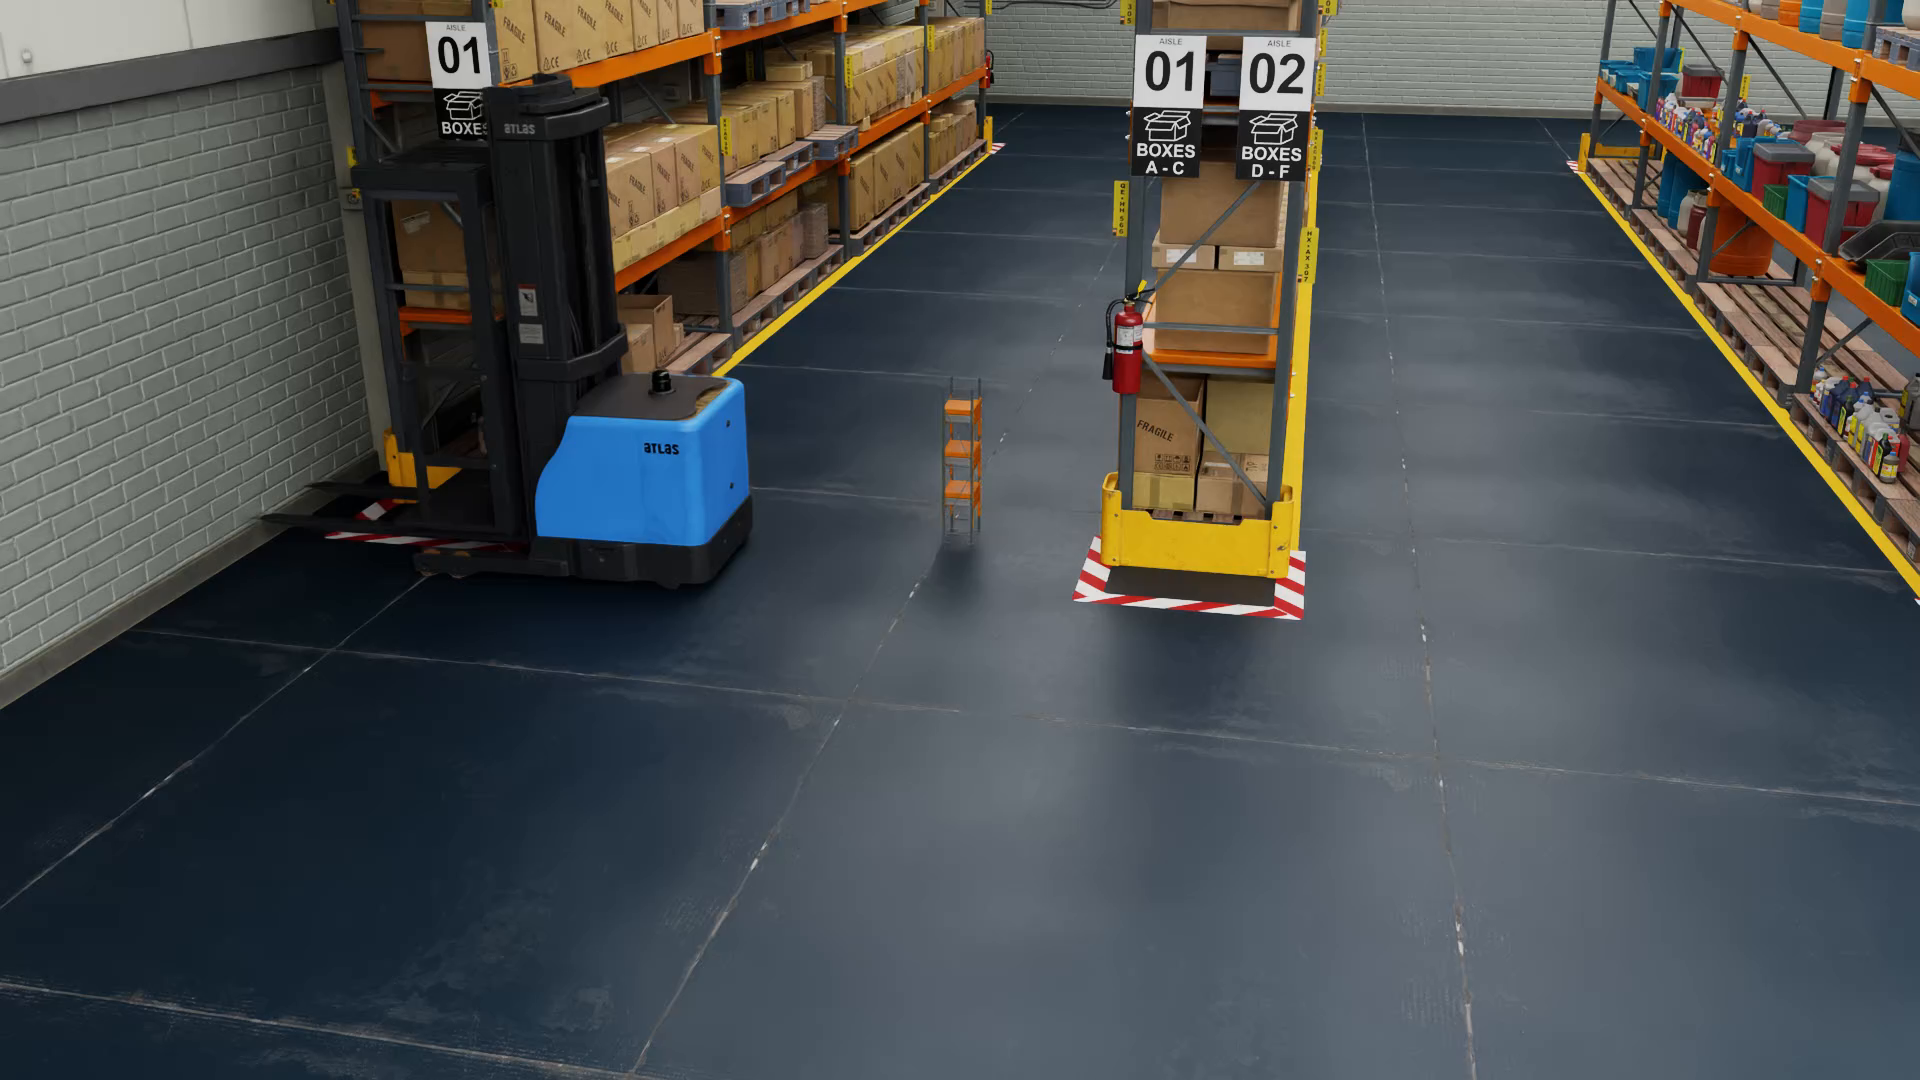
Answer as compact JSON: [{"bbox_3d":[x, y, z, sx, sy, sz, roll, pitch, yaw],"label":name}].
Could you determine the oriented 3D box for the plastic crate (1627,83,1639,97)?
[{"bbox_3d":[8.845,-5.840,21.611,0.293,0.136,0.466,4,22,11],"label":"plastic crate"}]

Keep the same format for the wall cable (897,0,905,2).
[{"bbox_3d":[-0.763,-8.504,26.594,0.084,1.984,1.851,4,22,11],"label":"wall cable"}]

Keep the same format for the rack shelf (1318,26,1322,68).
[{"bbox_3d":[2.712,-4.517,15.001,1.077,0.370,4.000,4,22,11],"label":"rack shelf"}]

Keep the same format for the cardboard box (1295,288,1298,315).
[{"bbox_3d":[2.632,-2.039,14.269,0.500,0.311,0.500,5,22,11],"label":"cardboard box"}]

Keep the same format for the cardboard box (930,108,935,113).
[{"bbox_3d":[-0.570,-6.162,24.055,0.380,0.149,0.250,5,22,11],"label":"cardboard box"}]

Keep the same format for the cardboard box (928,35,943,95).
[{"bbox_3d":[-0.788,-6.366,22.243,0.980,0.700,0.700,5,22,12],"label":"cardboard box"}]

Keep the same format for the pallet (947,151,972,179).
[{"bbox_3d":[-0.436,-5.456,24.118,1.003,0.211,1.213,4,22,11],"label":"pallet"}]

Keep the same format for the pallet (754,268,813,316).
[{"bbox_3d":[-2.143,-2.543,16.885,1.003,0.211,1.213,4,22,11],"label":"pallet"}]

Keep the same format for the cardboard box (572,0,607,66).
[{"bbox_3d":[-2.803,-3.575,11.540,0.500,0.500,0.500,6,23,13],"label":"cardboard box"}]

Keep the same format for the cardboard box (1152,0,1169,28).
[{"bbox_3d":[1.464,-3.287,10.437,0.500,0.250,0.500,4,22,11],"label":"cardboard box"}]

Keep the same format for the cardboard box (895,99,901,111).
[{"bbox_3d":[-0.943,-5.406,20.572,0.380,0.149,0.250,4,22,11],"label":"cardboard box"}]

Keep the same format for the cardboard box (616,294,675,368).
[{"bbox_3d":[-2.719,-1.766,13.980,0.500,0.500,0.500,3,22,7],"label":"cardboard box"}]

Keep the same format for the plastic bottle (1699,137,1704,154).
[{"bbox_3d":[7.781,-4.132,17.364,0.097,0.201,0.097,0,22,0],"label":"plastic bottle"}]

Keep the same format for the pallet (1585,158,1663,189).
[{"bbox_3d":[9.394,-5.145,23.346,1.003,0.211,1.213,4,22,11],"label":"pallet"}]

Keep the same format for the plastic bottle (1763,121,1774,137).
[{"bbox_3d":[8.659,-4.348,17.807,0.097,0.271,0.097,0,22,0],"label":"plastic bottle"}]

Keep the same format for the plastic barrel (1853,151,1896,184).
[{"bbox_3d":[7.711,-3.013,14.138,0.433,0.535,0.433,0,22,0],"label":"plastic barrel"}]

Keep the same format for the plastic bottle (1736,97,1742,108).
[{"bbox_3d":[8.917,-4.890,19.047,0.144,0.351,0.185,4,22,11],"label":"plastic bottle"}]

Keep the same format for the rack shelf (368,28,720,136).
[{"bbox_3d":[-2.955,-3.430,12.303,1.077,0.370,4.000,4,22,11],"label":"rack shelf"}]

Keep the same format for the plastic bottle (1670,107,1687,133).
[{"bbox_3d":[8.128,-4.738,18.769,0.152,0.276,0.135,4,22,11],"label":"plastic bottle"}]

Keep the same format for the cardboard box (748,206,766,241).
[{"bbox_3d":[-2.224,-3.119,16.335,0.500,0.250,0.500,4,22,9],"label":"cardboard box"}]

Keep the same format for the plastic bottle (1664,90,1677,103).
[{"bbox_3d":[8.387,-5.133,19.649,0.144,0.351,0.185,4,22,11],"label":"plastic bottle"}]

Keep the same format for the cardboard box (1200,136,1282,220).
[{"bbox_3d":[1.708,-2.295,10.666,0.700,0.500,0.500,4,22,10],"label":"cardboard box"}]

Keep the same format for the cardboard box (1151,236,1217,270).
[{"bbox_3d":[1.379,-1.766,10.222,0.380,0.149,0.250,4,22,10],"label":"cardboard box"}]

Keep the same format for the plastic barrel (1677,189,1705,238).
[{"bbox_3d":[8.309,-3.659,18.691,0.421,0.512,0.421,0,22,0],"label":"plastic barrel"}]

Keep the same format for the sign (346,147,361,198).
[{"bbox_3d":[-3.902,-2.374,10.761,0.100,0.325,0.005,4,22,11],"label":"sign"}]

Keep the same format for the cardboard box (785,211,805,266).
[{"bbox_3d":[-2.045,-3.164,17.453,0.700,0.500,0.500,4,22,11],"label":"cardboard box"}]

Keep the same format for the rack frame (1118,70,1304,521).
[{"bbox_3d":[1.487,-1.265,9.979,1.000,3.000,0.127,4,22,11],"label":"rack frame"}]

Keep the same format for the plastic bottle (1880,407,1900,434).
[{"bbox_3d":[6.606,-0.799,11.879,0.152,0.276,0.135,4,22,11],"label":"plastic bottle"}]

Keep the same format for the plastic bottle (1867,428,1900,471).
[{"bbox_3d":[6.359,-0.622,11.439,0.152,0.276,0.135,5,22,11],"label":"plastic bottle"}]

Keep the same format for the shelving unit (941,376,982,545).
[{"bbox_3d":[0.011,-0.507,10.706,0.215,1.050,0.252,4,22,11],"label":"shelving unit"}]

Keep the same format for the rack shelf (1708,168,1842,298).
[{"bbox_3d":[7.560,-2.746,14.620,1.077,0.370,4.000,4,22,11],"label":"rack shelf"}]

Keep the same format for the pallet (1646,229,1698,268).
[{"bbox_3d":[8.339,-3.254,18.652,1.003,0.211,1.213,4,22,11],"label":"pallet"}]

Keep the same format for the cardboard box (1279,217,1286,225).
[{"bbox_3d":[1.935,-2.019,10.850,0.380,0.149,0.250,4,22,10],"label":"cardboard box"}]

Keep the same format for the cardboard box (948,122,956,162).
[{"bbox_3d":[-0.449,-5.702,23.779,0.700,0.500,0.500,5,22,12],"label":"cardboard box"}]

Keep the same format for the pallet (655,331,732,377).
[{"bbox_3d":[-2.649,-1.562,14.450,1.003,0.211,1.213,4,22,11],"label":"pallet"}]

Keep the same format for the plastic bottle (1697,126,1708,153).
[{"bbox_3d":[7.801,-4.200,17.439,0.097,0.271,0.097,0,22,0],"label":"plastic bottle"}]

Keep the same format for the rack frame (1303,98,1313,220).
[{"bbox_3d":[3.120,-4.190,17.243,1.000,3.000,0.127,4,22,11],"label":"rack frame"}]

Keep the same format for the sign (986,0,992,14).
[{"bbox_3d":[0.430,-8.093,25.066,0.100,0.325,0.005,4,22,11],"label":"sign"}]

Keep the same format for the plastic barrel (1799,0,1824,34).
[{"bbox_3d":[7.310,-4.653,13.707,0.600,0.901,0.708,4,22,11],"label":"plastic barrel"}]

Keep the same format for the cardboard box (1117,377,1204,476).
[{"bbox_3d":[1.305,-0.751,10.817,0.500,0.500,0.500,4,22,11],"label":"cardboard box"}]

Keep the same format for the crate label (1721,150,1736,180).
[{"bbox_3d":[7.515,-3.608,16.022,0.303,0.233,0.416,4,22,11],"label":"crate label"}]

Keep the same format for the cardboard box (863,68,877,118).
[{"bbox_3d":[-1.265,-5.109,18.966,0.500,0.500,0.500,5,23,13],"label":"cardboard box"}]

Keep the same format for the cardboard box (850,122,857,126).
[{"bbox_3d":[-1.377,-4.654,18.703,0.380,0.149,0.250,5,22,12],"label":"cardboard box"}]

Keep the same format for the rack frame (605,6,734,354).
[{"bbox_3d":[-2.547,-3.104,14.545,1.000,3.000,0.127,4,22,11],"label":"rack frame"}]

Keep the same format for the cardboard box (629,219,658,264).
[{"bbox_3d":[-2.645,-2.296,12.714,0.500,0.250,0.500,5,22,11],"label":"cardboard box"}]

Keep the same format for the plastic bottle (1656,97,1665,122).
[{"bbox_3d":[8.265,-5.070,19.583,0.061,0.283,0.133,4,22,11],"label":"plastic bottle"}]

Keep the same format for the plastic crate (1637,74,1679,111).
[{"bbox_3d":[8.546,-5.492,20.415,0.392,0.384,0.575,4,22,11],"label":"plastic crate"}]

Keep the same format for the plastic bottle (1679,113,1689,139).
[{"bbox_3d":[8.010,-4.575,18.370,0.097,0.271,0.097,0,22,0],"label":"plastic bottle"}]

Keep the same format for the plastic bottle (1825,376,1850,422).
[{"bbox_3d":[6.581,-1.060,12.428,0.144,0.351,0.185,5,22,12],"label":"plastic bottle"}]

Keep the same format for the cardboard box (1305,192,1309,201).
[{"bbox_3d":[3.594,-3.572,18.464,0.500,0.500,0.500,4,22,9],"label":"cardboard box"}]

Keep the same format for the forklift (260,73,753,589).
[{"bbox_3d":[-2.917,-1.312,10.189,3.031,2.935,1.130,4,22,9],"label":"forklift"}]

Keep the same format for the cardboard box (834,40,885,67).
[{"bbox_3d":[-1.178,-5.634,19.266,0.500,0.250,0.500,5,22,11],"label":"cardboard box"}]

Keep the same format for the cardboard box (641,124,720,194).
[{"bbox_3d":[-2.340,-3.195,13.941,0.500,0.500,0.500,4,22,11],"label":"cardboard box"}]

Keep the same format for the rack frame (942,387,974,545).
[{"bbox_3d":[-0.014,-0.462,10.595,0.200,1.050,0.008,4,22,11],"label":"rack frame"}]

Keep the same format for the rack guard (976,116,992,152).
[{"bbox_3d":[-0.093,-6.342,25.931,1.175,0.500,0.348,4,22,11],"label":"rack guard"}]

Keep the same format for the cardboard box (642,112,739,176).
[{"bbox_3d":[-2.410,-3.538,14.900,0.700,0.500,0.500,5,22,11],"label":"cardboard box"}]

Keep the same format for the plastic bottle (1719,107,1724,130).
[{"bbox_3d":[8.738,-4.834,18.907,0.144,0.351,0.185,4,22,11],"label":"plastic bottle"}]
